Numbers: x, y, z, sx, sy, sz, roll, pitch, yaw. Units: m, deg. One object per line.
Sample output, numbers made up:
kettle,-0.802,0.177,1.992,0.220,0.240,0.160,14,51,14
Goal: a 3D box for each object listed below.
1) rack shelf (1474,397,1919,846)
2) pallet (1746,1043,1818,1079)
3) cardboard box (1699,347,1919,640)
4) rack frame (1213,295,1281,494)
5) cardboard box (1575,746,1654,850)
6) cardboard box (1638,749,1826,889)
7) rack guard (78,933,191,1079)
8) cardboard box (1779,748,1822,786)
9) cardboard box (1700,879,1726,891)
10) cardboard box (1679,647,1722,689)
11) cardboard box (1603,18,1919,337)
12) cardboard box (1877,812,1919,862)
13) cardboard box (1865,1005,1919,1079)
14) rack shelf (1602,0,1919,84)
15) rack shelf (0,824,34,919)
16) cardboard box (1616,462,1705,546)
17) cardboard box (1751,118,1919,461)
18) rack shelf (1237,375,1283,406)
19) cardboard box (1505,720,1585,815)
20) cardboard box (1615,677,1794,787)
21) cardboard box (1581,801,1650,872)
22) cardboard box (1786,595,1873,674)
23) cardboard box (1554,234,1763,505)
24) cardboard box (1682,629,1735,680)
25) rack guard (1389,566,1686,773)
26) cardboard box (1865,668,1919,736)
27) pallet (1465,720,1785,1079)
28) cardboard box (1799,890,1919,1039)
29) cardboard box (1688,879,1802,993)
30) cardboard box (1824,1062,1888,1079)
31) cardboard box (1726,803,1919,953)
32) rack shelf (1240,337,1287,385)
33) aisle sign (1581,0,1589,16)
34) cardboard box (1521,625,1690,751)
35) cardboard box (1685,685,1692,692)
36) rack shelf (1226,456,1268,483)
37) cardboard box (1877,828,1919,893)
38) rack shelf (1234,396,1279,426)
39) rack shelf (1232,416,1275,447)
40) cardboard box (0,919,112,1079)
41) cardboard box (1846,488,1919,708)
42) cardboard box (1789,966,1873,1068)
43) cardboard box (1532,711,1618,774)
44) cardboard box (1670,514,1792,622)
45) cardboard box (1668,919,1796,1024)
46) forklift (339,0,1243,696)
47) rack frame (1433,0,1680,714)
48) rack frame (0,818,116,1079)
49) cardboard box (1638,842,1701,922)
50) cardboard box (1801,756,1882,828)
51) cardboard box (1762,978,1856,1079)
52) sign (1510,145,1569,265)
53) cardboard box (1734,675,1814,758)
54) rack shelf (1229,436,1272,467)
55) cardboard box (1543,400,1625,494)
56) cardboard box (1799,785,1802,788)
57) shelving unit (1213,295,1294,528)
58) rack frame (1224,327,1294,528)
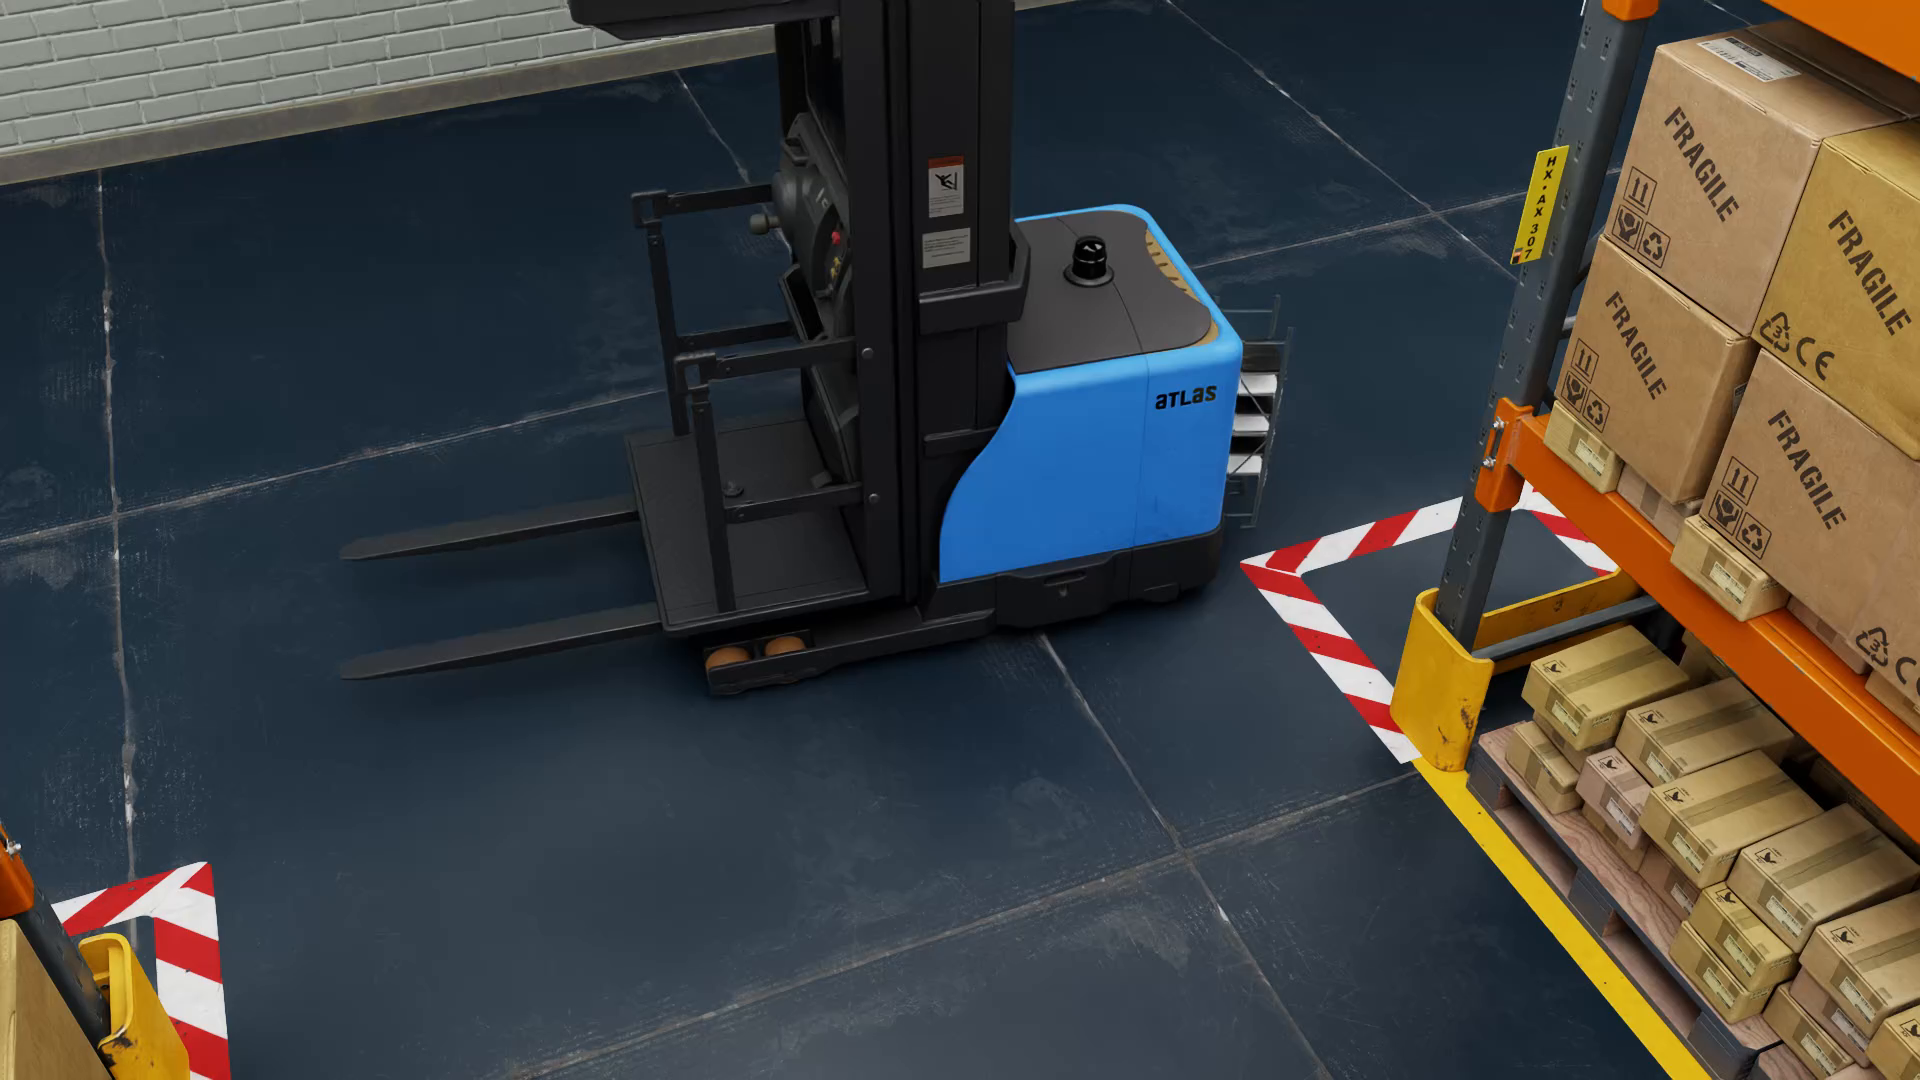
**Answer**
rack shelf,2.762,0.810,3.559,1.077,0.370,4.000,-15,43,-17
pallet,2.767,1.668,4.149,1.003,0.211,1.213,-15,43,-17
cardboard box,2.142,-0.163,3.834,0.500,0.500,0.500,-15,43,-17
rack frame,1.001,-0.521,6.158,0.240,0.900,0.006,-1,41,-4
cardboard box,2.013,0.700,4.771,0.380,0.149,0.250,-15,43,-17
cardboard box,2.078,0.749,4.487,0.380,0.149,0.250,-15,43,-17
rack guard,-2.634,1.442,4.189,1.175,0.500,0.348,-15,43,-17
cardboard box,2.513,0.559,4.936,0.380,0.149,0.250,-16,43,-18
cardboard box,2.188,0.826,4.626,0.380,0.149,0.250,-15,43,-16
cardboard box,2.462,0.388,5.134,0.380,0.149,0.250,-16,43,-18
cardboard box,1.923,-0.861,3.878,0.500,0.500,0.500,-15,43,-17
cardboard box,2.733,0.746,4.490,0.380,0.149,0.250,-17,43,-19
cardboard box,2.405,1.217,3.942,0.380,0.149,0.250,-14,43,-16
rack shelf,2.762,-0.327,2.581,1.077,0.370,4.000,-15,43,-17
rack shelf,-1.859,1.987,2.191,1.077,0.370,4.000,-15,43,-17
cardboard box,1.953,-0.152,4.319,0.380,0.149,0.250,-14,43,-15
cardboard box,2.122,-0.558,3.527,0.500,0.500,0.500,-14,43,-16
rack shelf,1.012,-0.566,5.986,0.258,0.077,0.200,-1,41,-4
cardboard box,1.901,0.650,5.058,0.380,0.149,0.250,-14,43,-16
cardboard box,2.100,0.565,4.700,0.380,0.149,0.250,-14,43,-16
cardboard box,2.077,0.787,4.899,0.380,0.149,0.250,-15,43,-17
cardboard box,2.233,0.145,3.973,0.380,0.149,0.250,-13,42,-15
cardboard box,1.913,-0.479,4.201,0.500,0.500,0.500,-13,42,-15
cardboard box,2.433,0.284,5.027,0.380,0.149,0.250,-15,43,-16
rack guard,2.026,0.326,5.487,1.175,0.500,0.348,-15,43,-17
cardboard box,2.314,0.315,3.776,0.380,0.149,0.250,-16,43,-17
pallet,2.304,0.934,5.002,1.003,0.211,1.213,-15,43,-17
cardboard box,2.347,1.047,4.140,0.380,0.149,0.250,-14,43,-15
cardboard box,2.186,1.007,4.414,0.380,0.149,0.250,-14,43,-16
cardboard box,2.376,1.418,4.165,0.380,0.149,0.250,-17,44,-19
cardboard box,2.249,0.878,4.337,0.380,0.149,0.250,-17,44,-19
rack shelf,1.015,-0.634,5.928,0.258,0.077,0.200,-1,41,-4
aisle sign,1.692,-1.622,3.842,0.394,0.787,0.004,-15,43,-17
cardboard box,1.883,0.429,4.859,0.380,0.149,0.250,-17,44,-19
cardboard box,2.391,0.519,5.210,0.380,0.149,0.250,-14,43,-16
rack shelf,1.001,-0.292,6.220,0.258,0.077,0.200,-1,41,-4
cardboard box,2.671,0.888,4.553,0.380,0.149,0.250,-16,43,-17
rack shelf,1.010,-0.497,6.045,0.258,0.077,0.200,-1,41,-4
rack shelf,1.007,-0.429,6.103,0.258,0.077,0.200,-1,41,-4
cardboard box,-2.306,1.521,3.488,0.875,0.875,0.875,-15,43,-17
cardboard box,2.317,0.136,3.487,0.500,0.500,0.500,-15,43,-16
cardboard box,2.375,1.143,4.256,0.380,0.149,0.250,-17,44,-19
cardboard box,1.960,0.521,4.980,0.380,0.149,0.250,-13,42,-15
cardboard box,2.007,0.023,4.115,0.380,0.149,0.250,-16,43,-18
cardboard box,2.175,1.116,4.516,0.380,0.149,0.250,-15,43,-16
forklift,-0.642,-0.970,5.130,3.031,2.935,1.130,-10,42,-12
rack frame,1.997,-0.667,4.726,1.000,3.000,0.127,-15,43,-17
rack frame,-2.621,0.508,3.358,0.949,2.616,0.053,-15,43,-17
cardboard box,2.179,0.935,4.727,0.380,0.149,0.250,-15,43,-16
cardboard box,2.663,0.701,4.771,0.380,0.149,0.250,-17,43,-19
cardboard box,2.361,1.246,4.365,0.380,0.149,0.250,-15,43,-17
sign,1.495,-0.860,4.286,0.100,0.325,0.005,-15,43,-17
cardboard box,2.476,0.450,4.834,0.380,0.149,0.250,-14,43,-16
rack shelf,1.004,-0.361,6.162,0.258,0.077,0.200,-1,41,-4
cardboard box,1.818,-0.295,4.485,0.380,0.149,0.250,-15,43,-17
cardboard box,2.583,0.649,5.059,0.380,0.149,0.250,-14,43,-16
shelving unit,1.008,-0.454,6.081,0.258,0.900,0.210,-1,41,-4
rack frame,1.015,-0.388,6.005,0.240,0.900,0.006,-1,41,-4
